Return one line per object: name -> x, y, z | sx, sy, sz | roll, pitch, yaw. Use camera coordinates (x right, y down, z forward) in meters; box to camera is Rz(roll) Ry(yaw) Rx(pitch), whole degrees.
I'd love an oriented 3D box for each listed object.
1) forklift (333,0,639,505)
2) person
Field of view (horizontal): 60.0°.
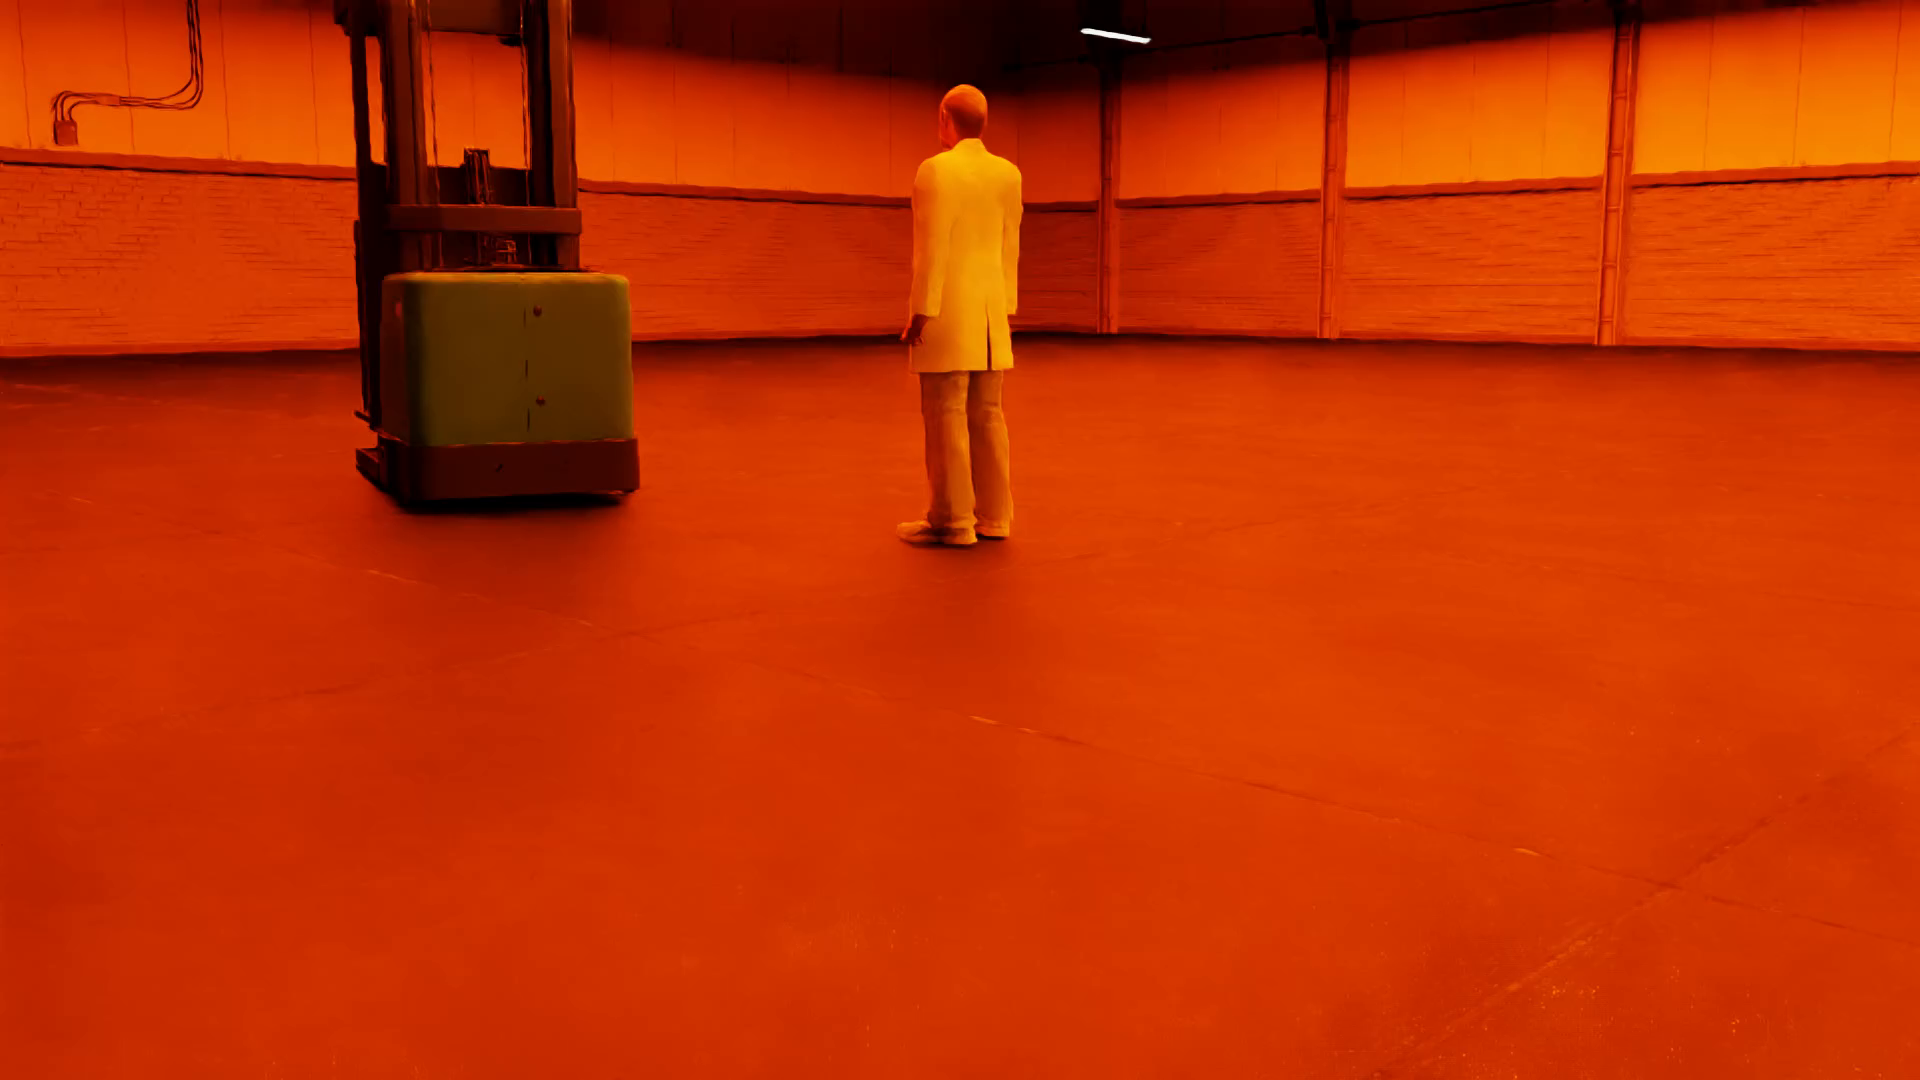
forklift -> -2.624, -1.788, 8.749 | 1.130, 2.935, 3.031 | -4, 10, -26
person -> -0.020, -0.884, 6.601 | 0.377, 1.783, 0.558 | 8, 12, 43
